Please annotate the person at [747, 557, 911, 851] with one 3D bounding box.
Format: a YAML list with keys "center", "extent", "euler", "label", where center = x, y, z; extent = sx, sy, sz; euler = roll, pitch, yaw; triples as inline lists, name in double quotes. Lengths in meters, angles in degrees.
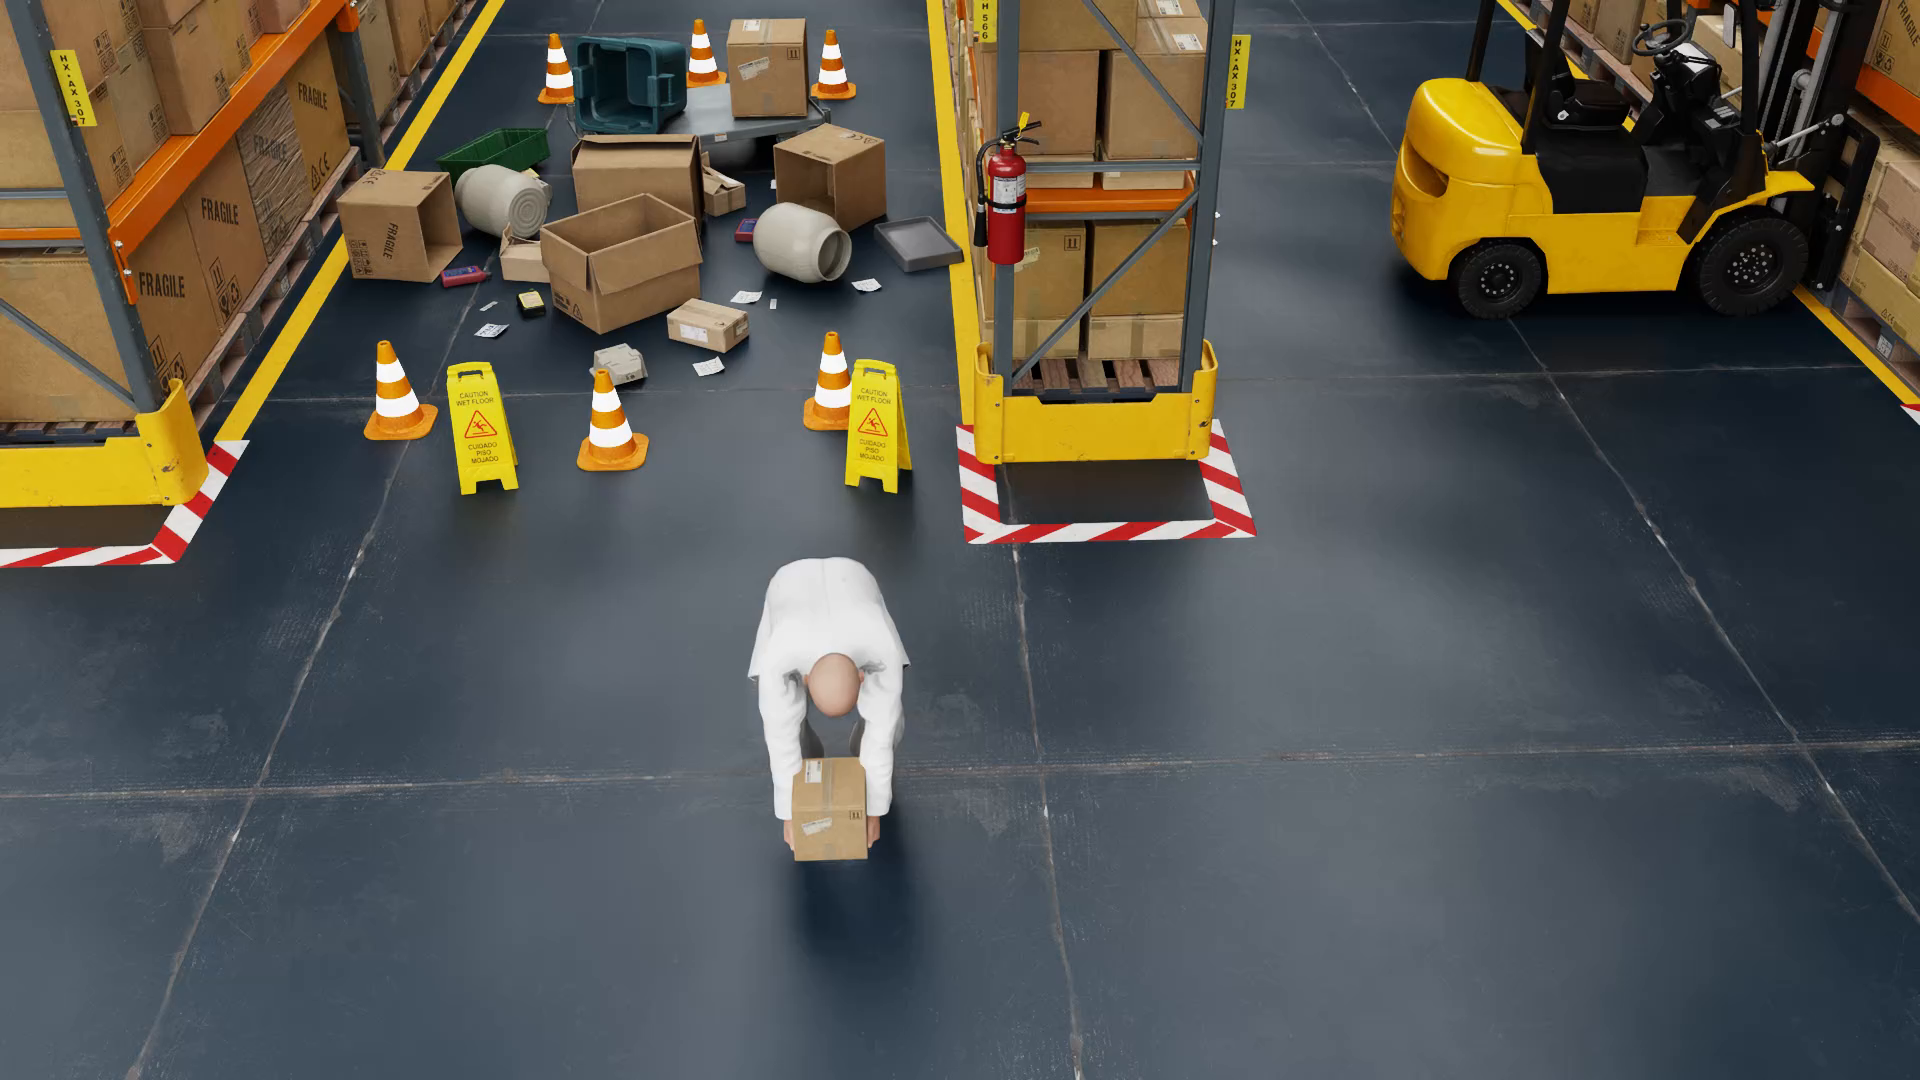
- center: [-0.459, 0.607, 5.945]
  extent: [0.590, 1.022, 0.942]
  euler: [-3, 35, -4]
  label: "person"
